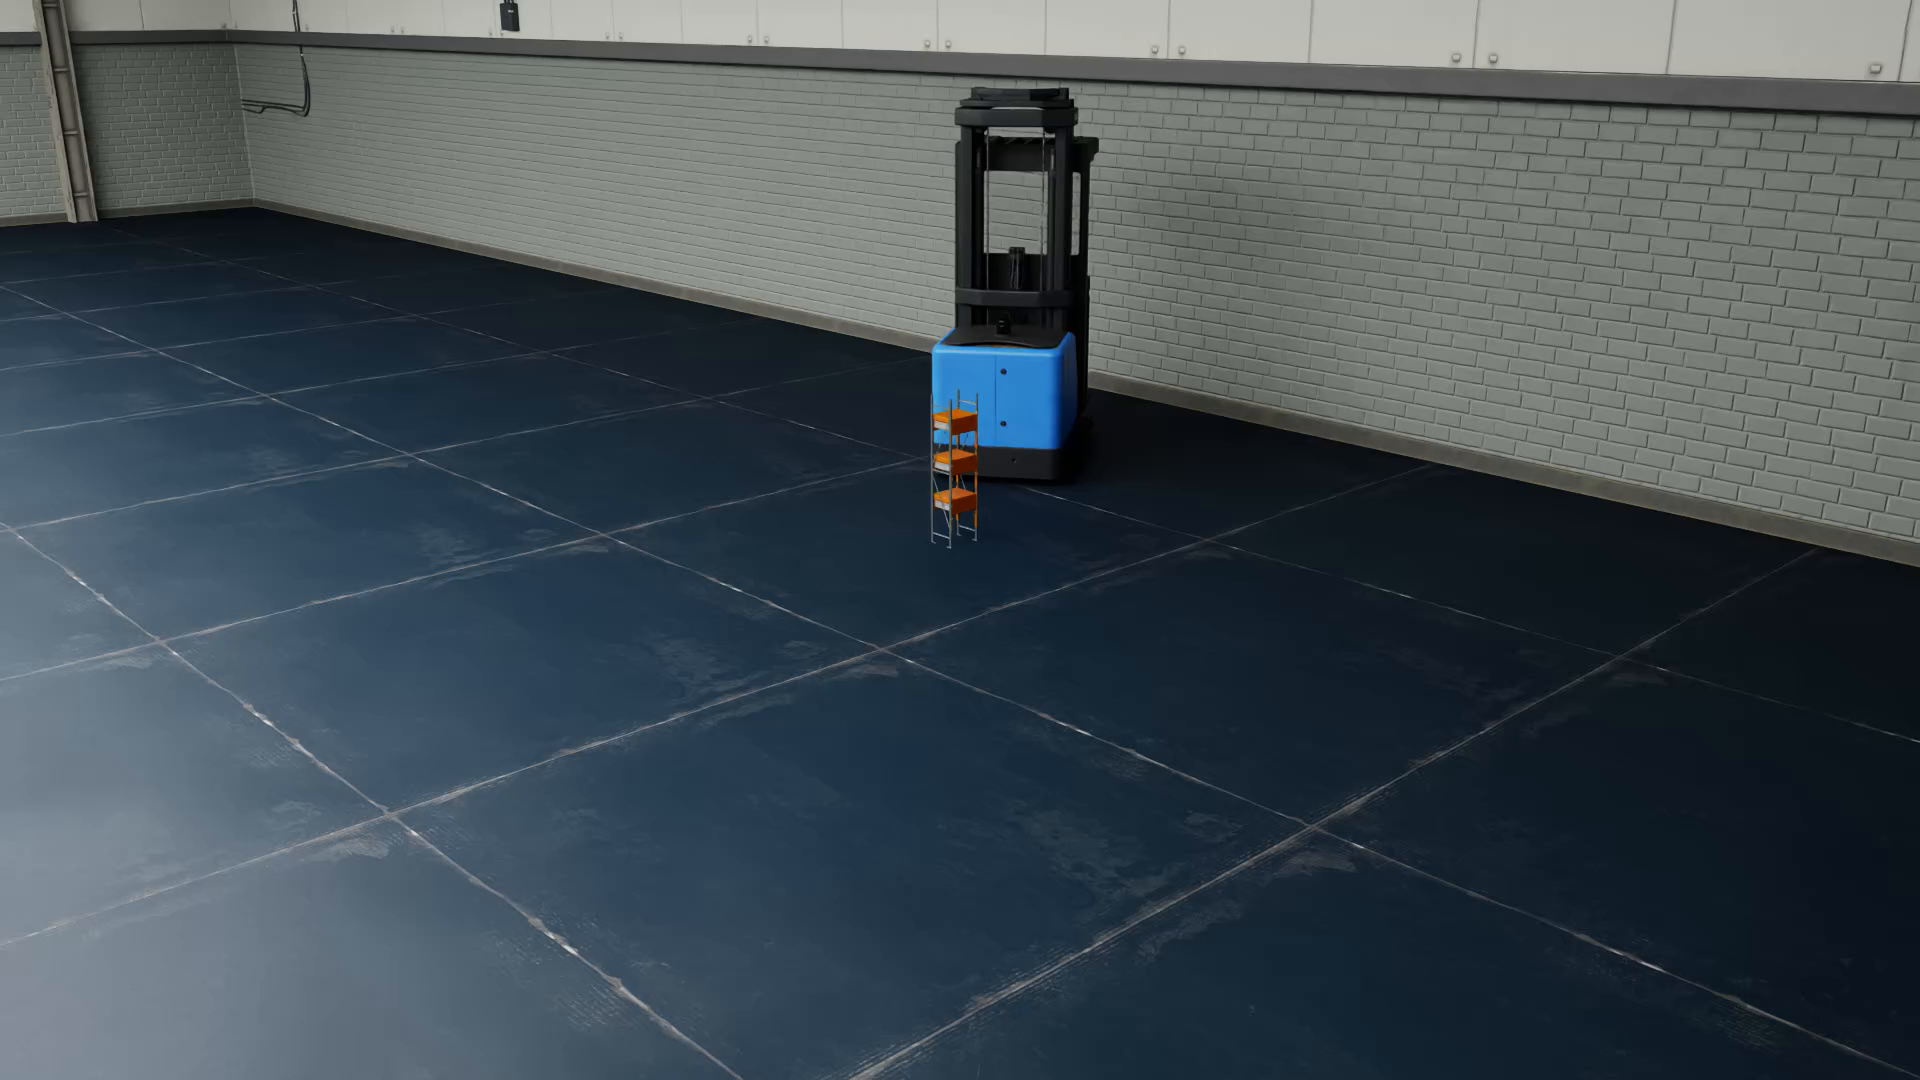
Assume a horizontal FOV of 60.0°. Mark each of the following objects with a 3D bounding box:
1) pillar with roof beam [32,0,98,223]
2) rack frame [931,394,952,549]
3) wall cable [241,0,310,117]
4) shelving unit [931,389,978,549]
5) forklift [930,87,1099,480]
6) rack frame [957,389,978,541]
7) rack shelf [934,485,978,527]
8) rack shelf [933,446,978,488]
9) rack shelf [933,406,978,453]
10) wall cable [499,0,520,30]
[{"bbox_3d":[-12.029,-8.767,24.056,0.400,9.000,9.100,-16,24,-41],"label":"pillar with roof beam"},{"bbox_3d":[-0.128,-0.462,11.329,0.008,1.050,0.200,-16,24,-41],"label":"rack frame"},{"bbox_3d":[-11.937,-8.583,28.522,0.112,2.526,3.097,-16,24,-41],"label":"wall cable"},{"bbox_3d":[-0.039,-0.488,11.409,0.252,1.050,0.215,-16,24,-41],"label":"shelving unit"},{"bbox_3d":[0.546,-2.272,13.861,1.130,2.935,3.031,3,18,10],"label":"forklift"},{"bbox_3d":[0.050,-0.514,11.489,0.008,1.050,0.200,-16,24,-41],"label":"rack frame"},{"bbox_3d":[-0.039,-0.214,11.498,0.240,0.259,0.215,-16,24,-41],"label":"rack shelf"},{"bbox_3d":[-0.039,-0.478,11.412,0.240,0.259,0.215,-16,24,-41],"label":"rack shelf"},{"bbox_3d":[-0.039,-0.748,11.325,0.240,0.259,0.215,-16,24,-41],"label":"rack shelf"},{"bbox_3d":[-5.426,-9.547,20.946,0.169,6.003,2.305,-16,24,-41],"label":"wall cable"}]
